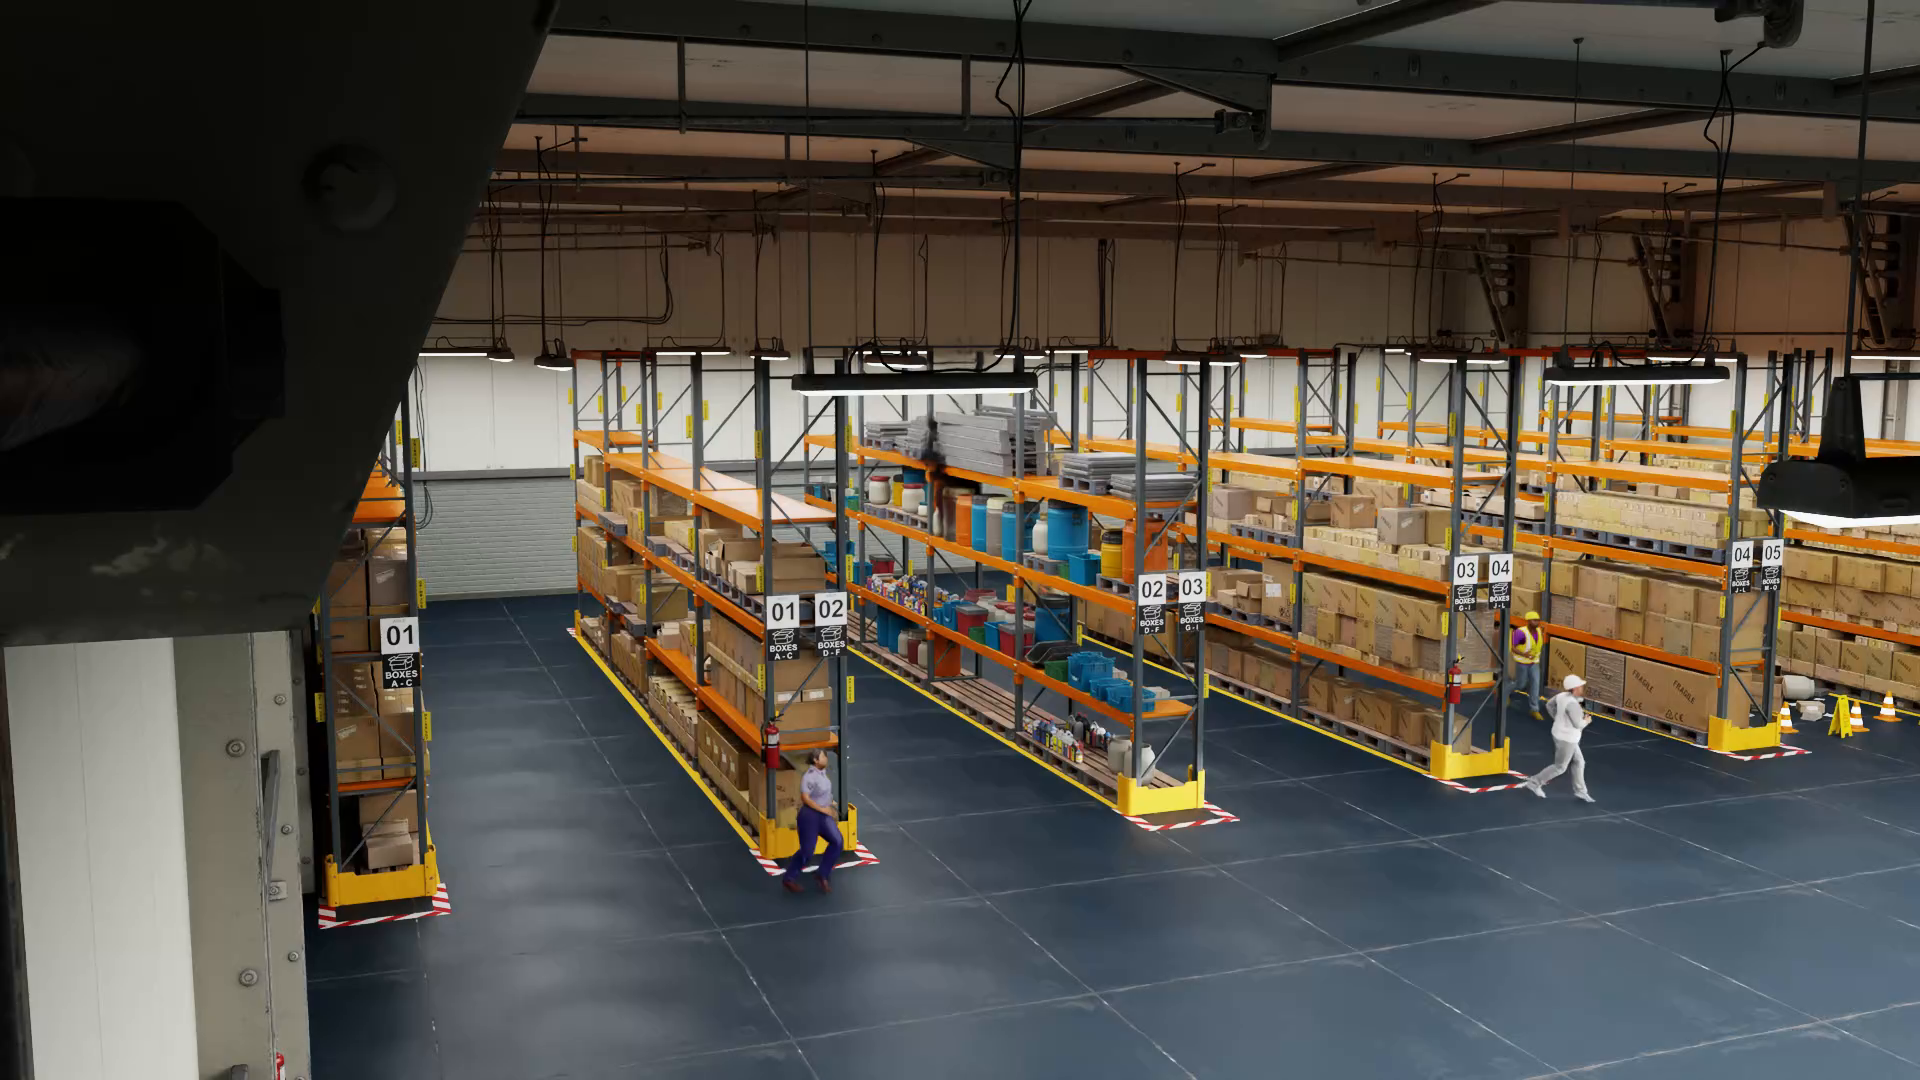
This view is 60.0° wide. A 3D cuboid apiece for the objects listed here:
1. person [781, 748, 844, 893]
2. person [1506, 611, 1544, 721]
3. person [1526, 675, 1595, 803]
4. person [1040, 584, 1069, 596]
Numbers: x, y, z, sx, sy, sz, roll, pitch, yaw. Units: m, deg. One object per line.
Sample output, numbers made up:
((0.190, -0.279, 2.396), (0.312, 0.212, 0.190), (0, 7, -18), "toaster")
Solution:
((-1.658, 3.287, 18.992), (0.663, 1.463, 0.652), (2, 7, 17), "person")
((9.379, 2.036, 27.577), (0.726, 1.757, 1.016), (-3, 8, -24), "person")
((8.151, 2.697, 22.404), (0.925, 1.803, 0.689), (1, 7, 5), "person")
((1.923, 1.301, 31.581), (0.631, 1.868, 0.723), (-3, 8, -25), "person")
